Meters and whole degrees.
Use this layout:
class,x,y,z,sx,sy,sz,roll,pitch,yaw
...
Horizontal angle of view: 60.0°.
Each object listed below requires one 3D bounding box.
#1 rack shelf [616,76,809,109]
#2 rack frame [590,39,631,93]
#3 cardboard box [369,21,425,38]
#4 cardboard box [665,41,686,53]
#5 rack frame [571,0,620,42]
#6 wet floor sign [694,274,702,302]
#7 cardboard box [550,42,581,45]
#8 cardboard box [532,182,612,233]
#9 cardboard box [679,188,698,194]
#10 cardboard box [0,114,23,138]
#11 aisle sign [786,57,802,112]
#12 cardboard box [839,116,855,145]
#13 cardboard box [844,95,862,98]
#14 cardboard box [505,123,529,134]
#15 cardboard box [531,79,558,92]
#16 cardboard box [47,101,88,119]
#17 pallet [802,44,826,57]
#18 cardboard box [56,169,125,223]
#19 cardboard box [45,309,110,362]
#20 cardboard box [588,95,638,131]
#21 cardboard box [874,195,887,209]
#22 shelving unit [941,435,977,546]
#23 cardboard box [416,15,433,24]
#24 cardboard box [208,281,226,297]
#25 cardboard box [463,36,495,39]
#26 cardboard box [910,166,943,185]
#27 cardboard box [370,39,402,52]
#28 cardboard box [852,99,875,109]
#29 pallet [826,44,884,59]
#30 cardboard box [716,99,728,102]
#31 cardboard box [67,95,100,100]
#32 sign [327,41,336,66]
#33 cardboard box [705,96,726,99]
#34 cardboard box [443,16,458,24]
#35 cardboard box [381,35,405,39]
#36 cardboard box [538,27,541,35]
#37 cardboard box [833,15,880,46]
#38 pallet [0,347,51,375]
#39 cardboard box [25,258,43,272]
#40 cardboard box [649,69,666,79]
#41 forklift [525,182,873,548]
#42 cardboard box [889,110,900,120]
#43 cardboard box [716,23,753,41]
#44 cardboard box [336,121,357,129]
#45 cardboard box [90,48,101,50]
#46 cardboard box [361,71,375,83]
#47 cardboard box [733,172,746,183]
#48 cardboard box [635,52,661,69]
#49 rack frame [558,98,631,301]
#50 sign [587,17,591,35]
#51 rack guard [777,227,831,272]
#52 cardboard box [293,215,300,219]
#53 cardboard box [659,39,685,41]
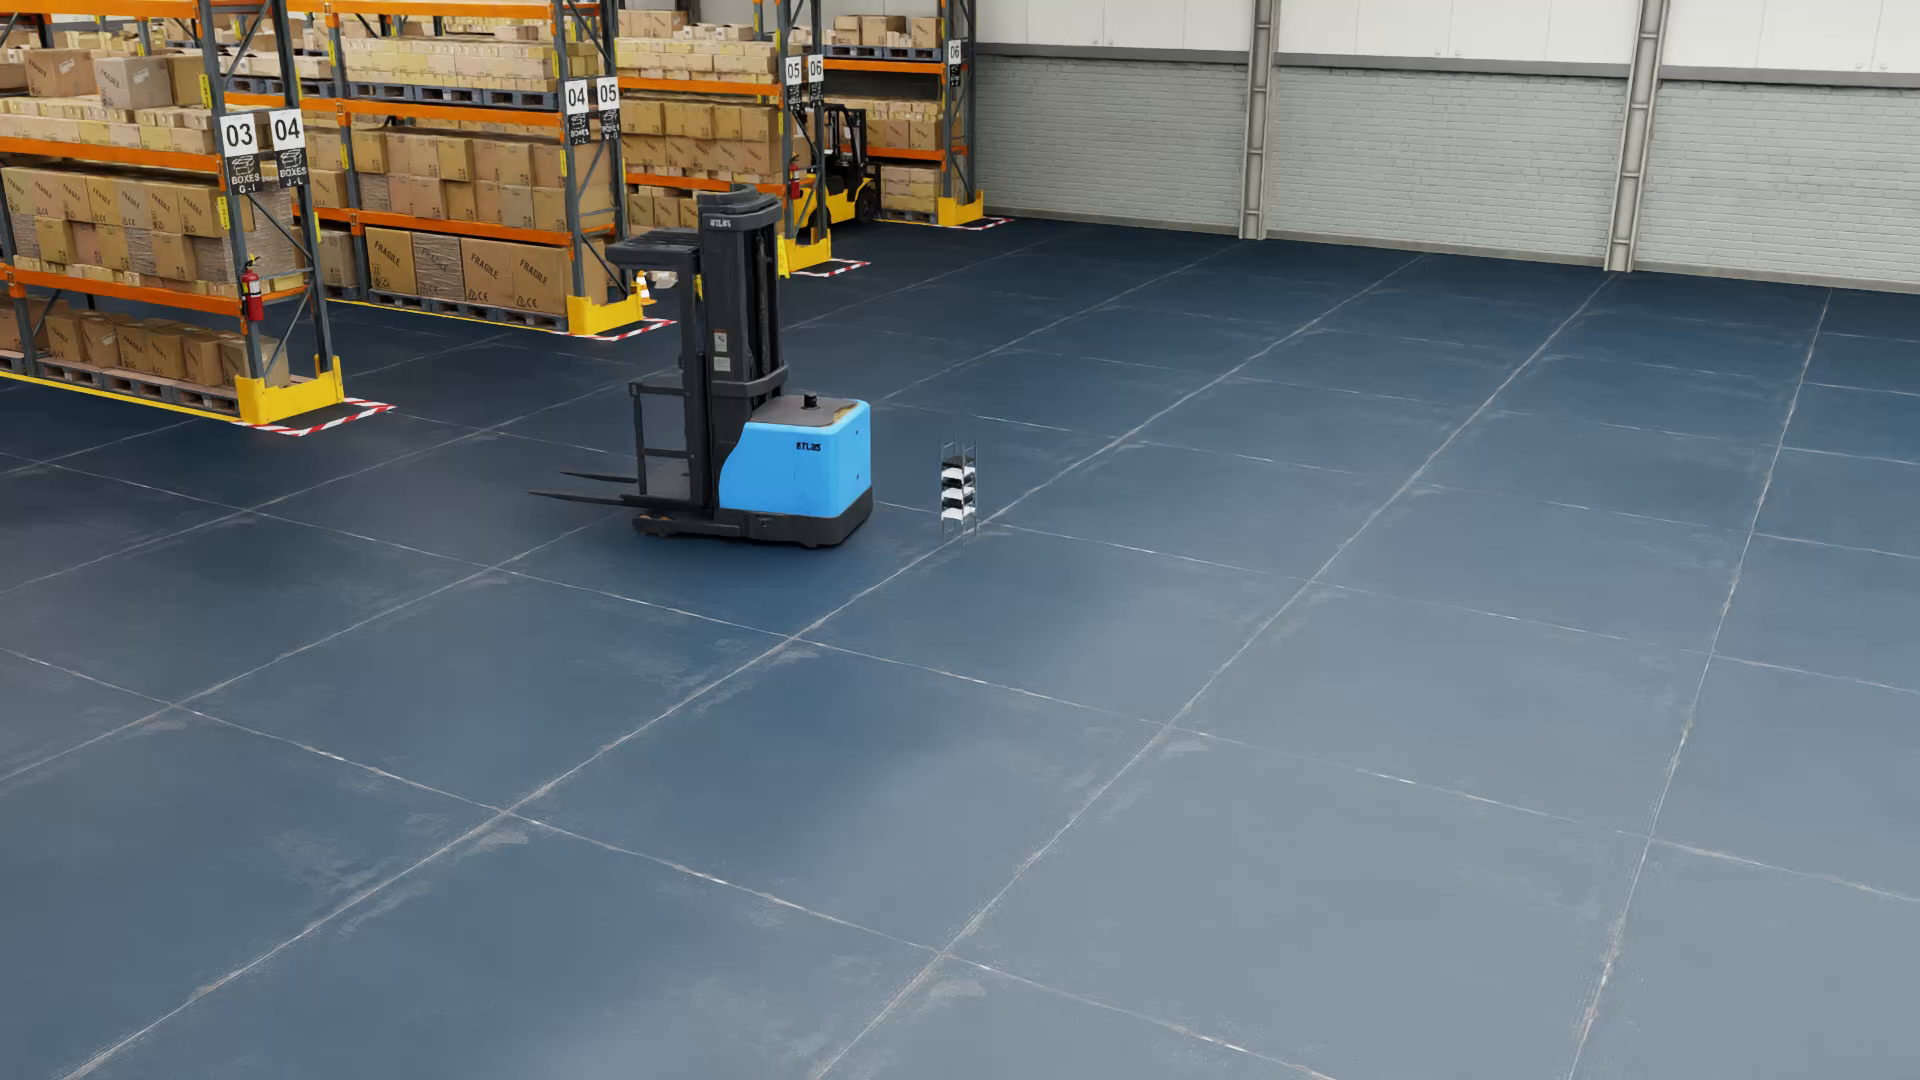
class,x,y,z,sx,sy,sz,roll,pitch,yaw
rack shelf,-4.171,-7.175,26.402,4.000,0.370,1.077,11,23,27
rack frame,-6.991,-8.579,33.617,0.127,3.000,1.000,11,23,27
cardboard box,-9.811,-8.774,28.990,0.637,0.503,0.797,9,22,24
cardboard box,-4.403,-7.719,26.046,0.250,0.149,0.380,11,23,28
rack frame,-5.917,-9.256,26.684,0.127,3.000,1.000,11,23,27
wet floor sign,-3.759,-3.758,23.778,0.232,0.644,0.267,7,21,18
cardboard box,-5.105,-6.383,21.601,0.250,0.149,0.380,11,23,28
cardboard box,-5.096,-4.399,21.872,0.550,0.550,0.875,11,23,27
cardboard box,-4.378,-5.506,27.461,0.500,0.500,0.500,12,23,30
cardboard box,-10.482,-4.674,18.672,0.500,0.250,0.500,10,22,25
aisle sign,-2.512,-6.896,25.164,0.004,0.787,0.394,11,23,27
cardboard box,-1.905,-7.554,30.644,0.500,0.500,0.500,11,23,28
cardboard box,-1.971,-8.220,31.092,0.250,0.149,0.380,11,22,27
cardboard box,-7.313,-6.998,28.059,0.500,0.500,0.500,12,23,29
cardboard box,-5.206,-5.771,21.082,0.250,0.149,0.380,11,23,27
cardboard box,-9.699,-4.693,18.140,0.250,0.149,0.380,10,22,26
pallet,-2.742,-9.148,30.917,1.213,0.211,1.003,11,23,27
cardboard box,-9.607,-3.826,18.463,0.500,0.500,0.500,11,23,27
cardboard box,-10.420,-2.429,19.713,0.500,0.500,0.500,10,22,26
cardboard box,-5.638,-6.955,27.089,0.500,0.500,0.700,11,22,27
cardboard box,-1.433,-6.309,30.775,0.500,0.250,0.500,11,23,28
shelving unit,-0.007,-0.424,14.215,0.210,0.900,0.258,11,23,27
cardboard box,-11.041,-10.971,34.862,0.500,0.250,0.500,11,23,27
cardboard box,-7.825,-2.730,17.860,0.250,0.149,0.380,11,23,27
cardboard box,-8.063,-8.314,28.336,0.637,0.503,0.797,11,23,27
cardboard box,-0.561,-6.607,30.131,0.500,0.250,0.500,12,23,29
cardboard box,-7.646,-6.610,22.227,0.250,0.149,0.380,11,22,27
cardboard box,-1.765,-7.990,30.460,0.250,0.149,0.380,11,23,28
pallet,-1.681,-8.945,30.356,1.213,0.211,1.003,11,23,27
cardboard box,-4.622,-8.355,31.900,0.250,0.149,0.380,10,22,26
cardboard box,-9.875,-4.957,18.867,0.250,0.149,0.380,10,22,25
sign,-8.499,-6.583,22.496,0.005,0.325,0.100,11,23,27
cardboard box,-4.789,-8.616,32.620,0.250,0.149,0.380,11,22,27
cardboard box,-10.436,-10.740,34.346,0.250,0.149,0.380,12,23,29
cardboard box,-7.768,-6.890,22.999,0.250,0.149,0.380,11,22,27
cardboard box,-8.284,-10.278,33.537,0.250,0.149,0.380,11,23,28
cardboard box,-1.850,-9.261,30.185,0.637,0.503,0.797,12,23,29
pallet,-11.430,-2.303,20.406,1.213,0.211,1.003,11,23,27
cardboard box,-10.497,-3.196,19.146,0.250,0.149,0.380,11,23,27
cardboard box,-4.681,-7.362,26.232,0.250,0.149,0.380,10,22,26
forklift,-2.353,-1.574,14.405,3.031,2.935,1.130,5,21,15
cardboard box,-1.091,-7.714,30.135,0.250,0.149,0.380,11,22,27
cardboard box,-4.250,-9.574,31.330,0.500,0.311,0.500,10,22,26
cardboard box,-10.862,-7.433,29.945,0.500,0.250,0.500,10,22,26
cardboard box,-13.234,-7.250,25.408,0.500,0.500,0.500,11,23,27
cardboard box,-7.863,-6.277,22.478,0.250,0.149,0.380,11,23,28
cardboard box,-3.344,-5.709,26.073,0.250,0.149,0.380,10,22,26
cardboard box,-4.780,-7.590,26.275,0.500,0.250,0.500,11,23,28
rack frame,-4.750,-4.280,21.765,0.127,3.000,1.000,11,23,27
sign,-7.258,-10.071,32.573,0.005,0.325,0.100,11,23,27
rack guard,-2.491,-4.608,26.335,0.348,0.500,1.175,11,23,27
cardboard box,-10.482,-4.478,24.993,0.750,0.750,1.050,11,23,28
cardboard box,-4.616,-7.946,26.672,0.250,0.149,0.380,10,22,26
